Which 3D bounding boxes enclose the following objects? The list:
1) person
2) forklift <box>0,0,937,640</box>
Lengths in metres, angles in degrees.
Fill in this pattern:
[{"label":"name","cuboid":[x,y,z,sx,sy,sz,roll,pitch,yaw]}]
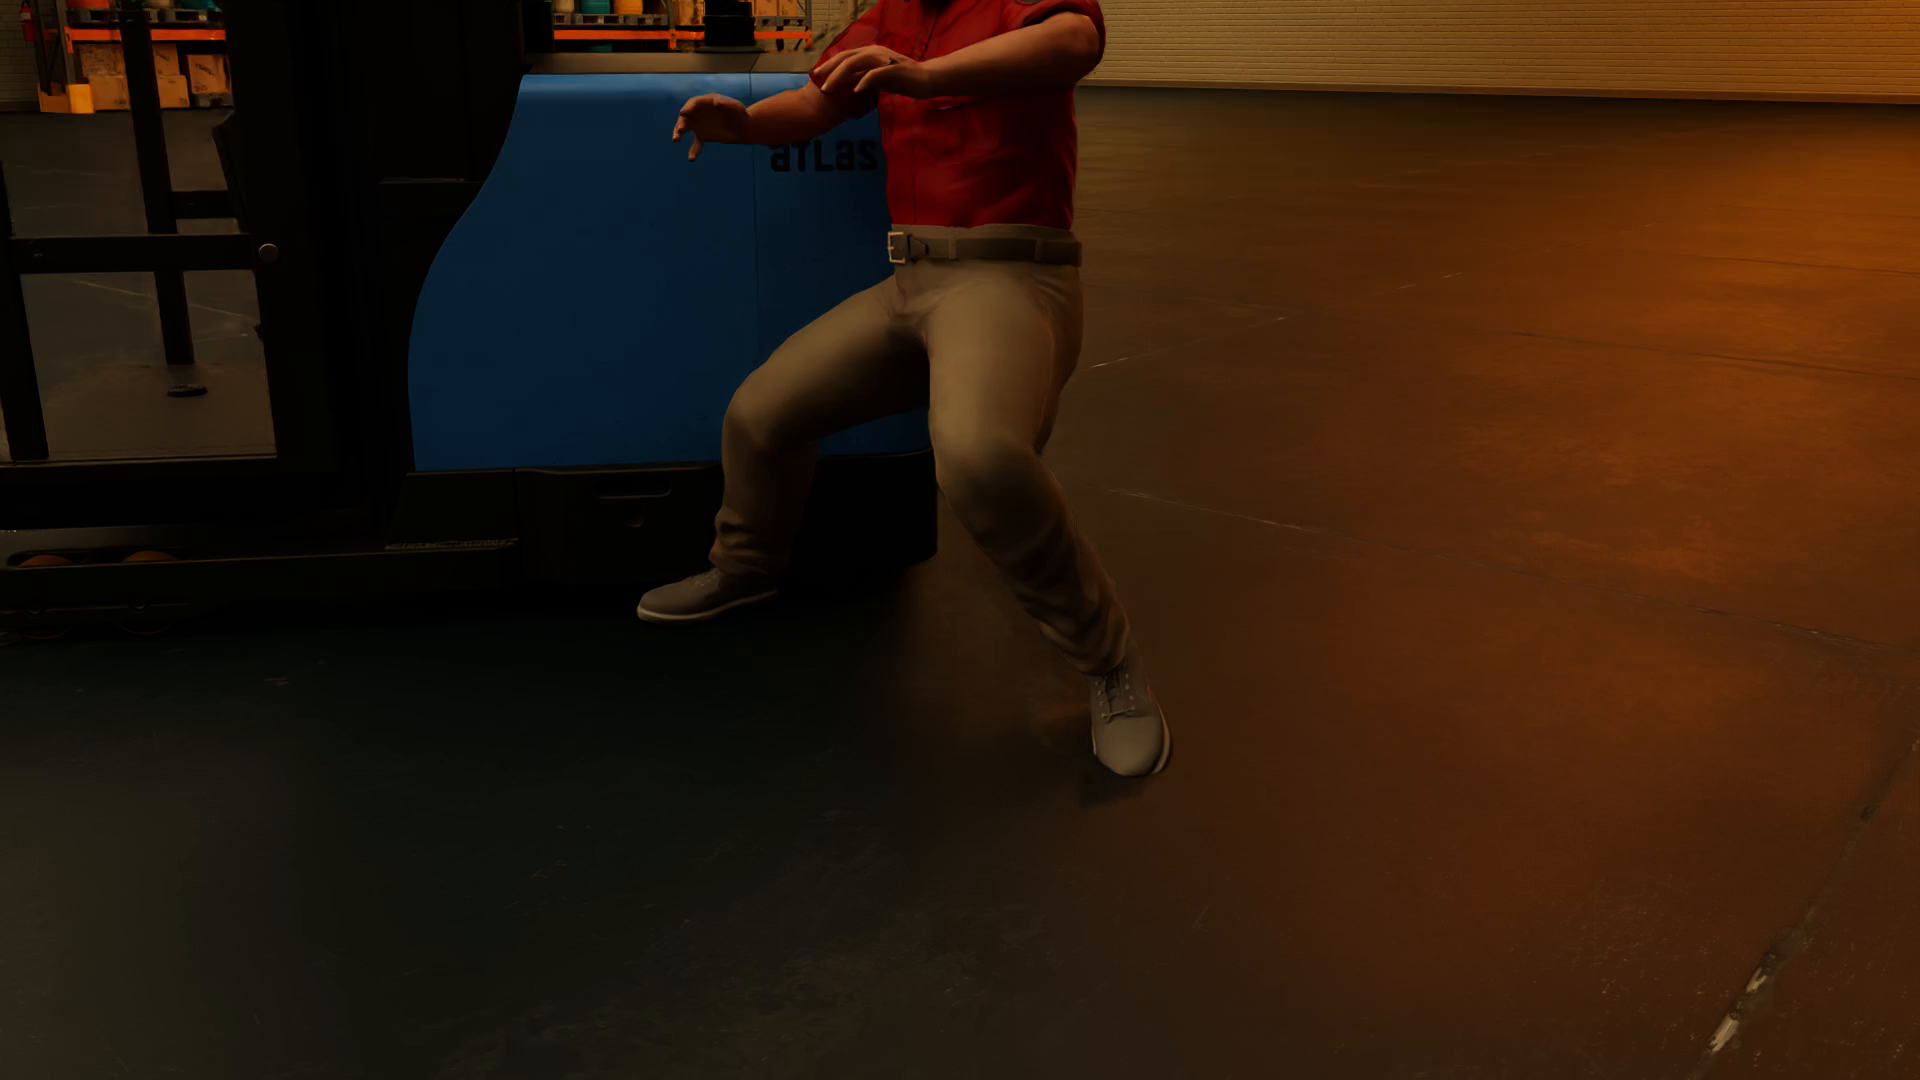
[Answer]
[{"label":"person","cuboid":[-0.122,-0.438,2.886,0.673,1.532,1.167,-9,19,-28]},{"label":"forklift","cuboid":[-1.611,-1.368,3.403,3.031,2.935,1.130,-2,17,-8]}]
